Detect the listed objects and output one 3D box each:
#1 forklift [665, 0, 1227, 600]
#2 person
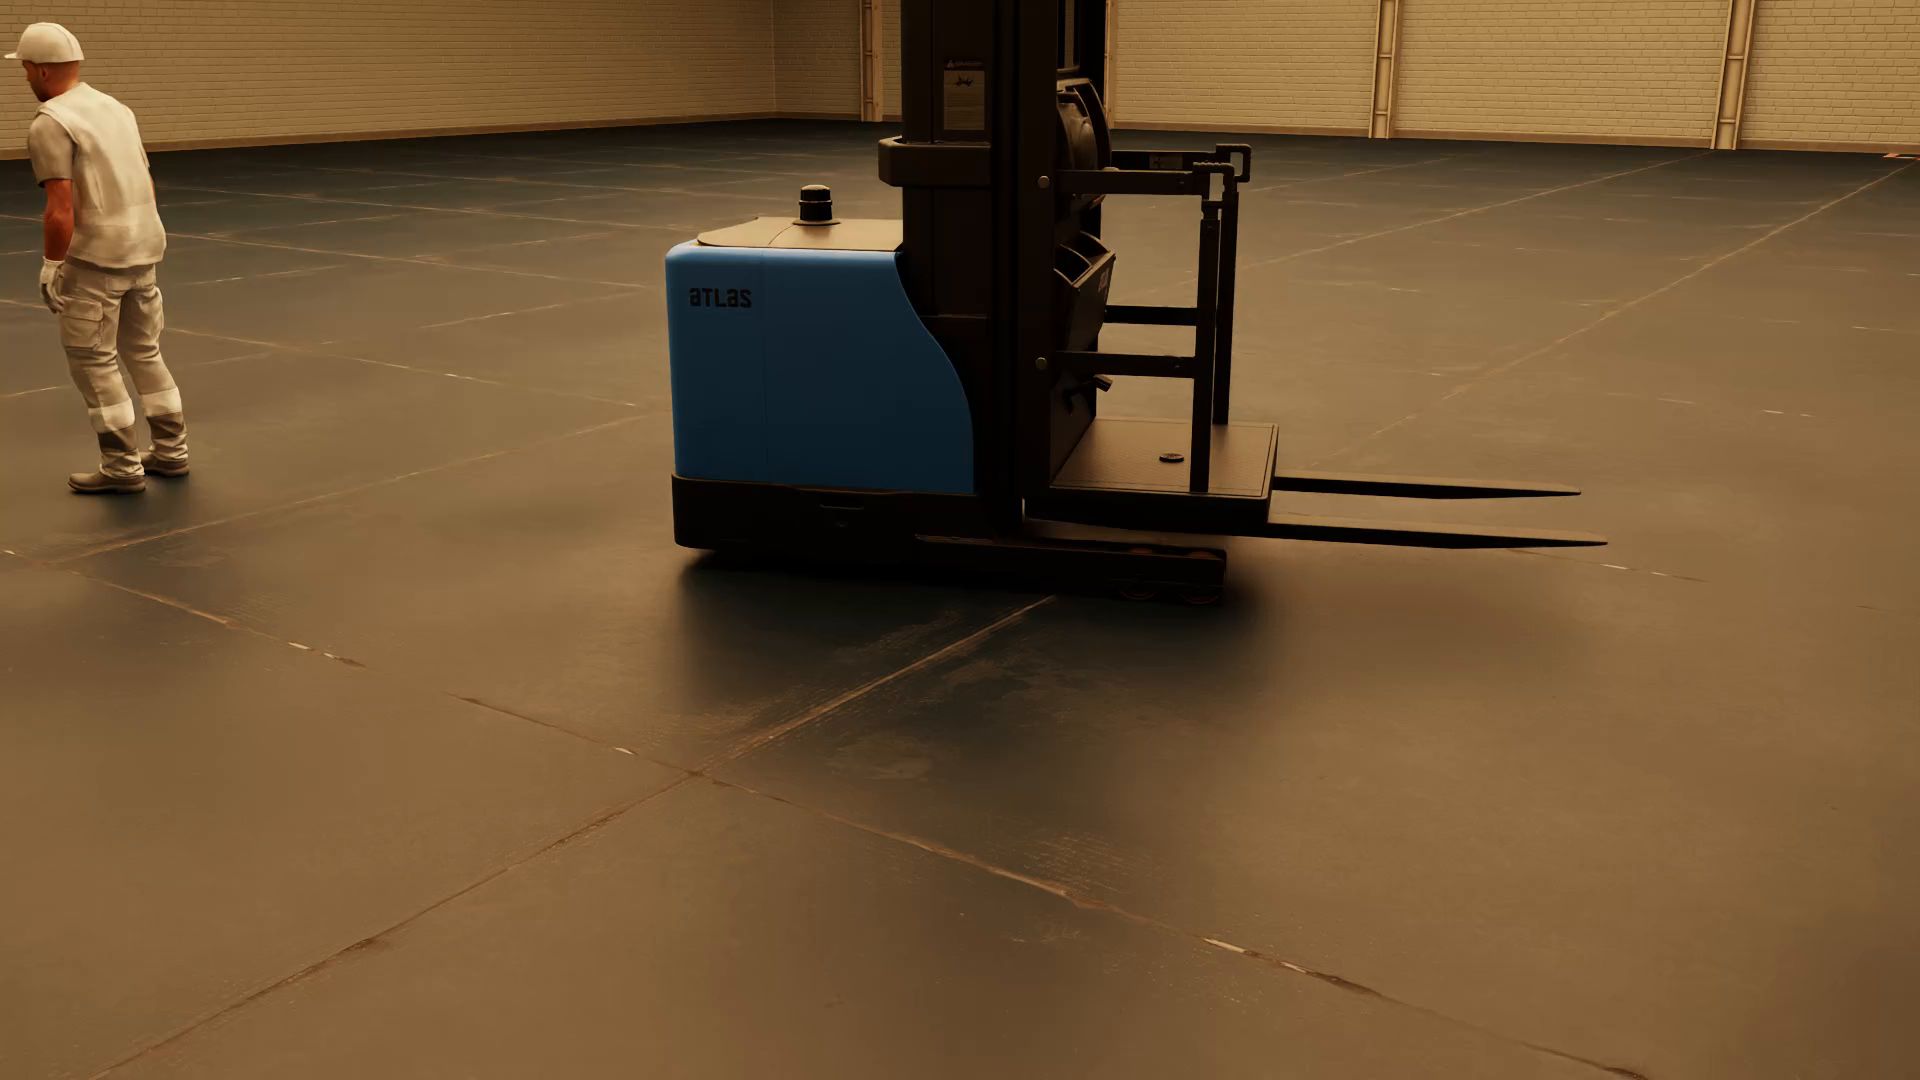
[{"bbox_3d":[0.595,-1.367,5.404,3.031,2.935,1.130,4,17,12],"label":"forklift"},{"bbox_3d":[-3.338,-1.104,6.441,0.452,1.720,0.617,3,17,11],"label":"person"}]
